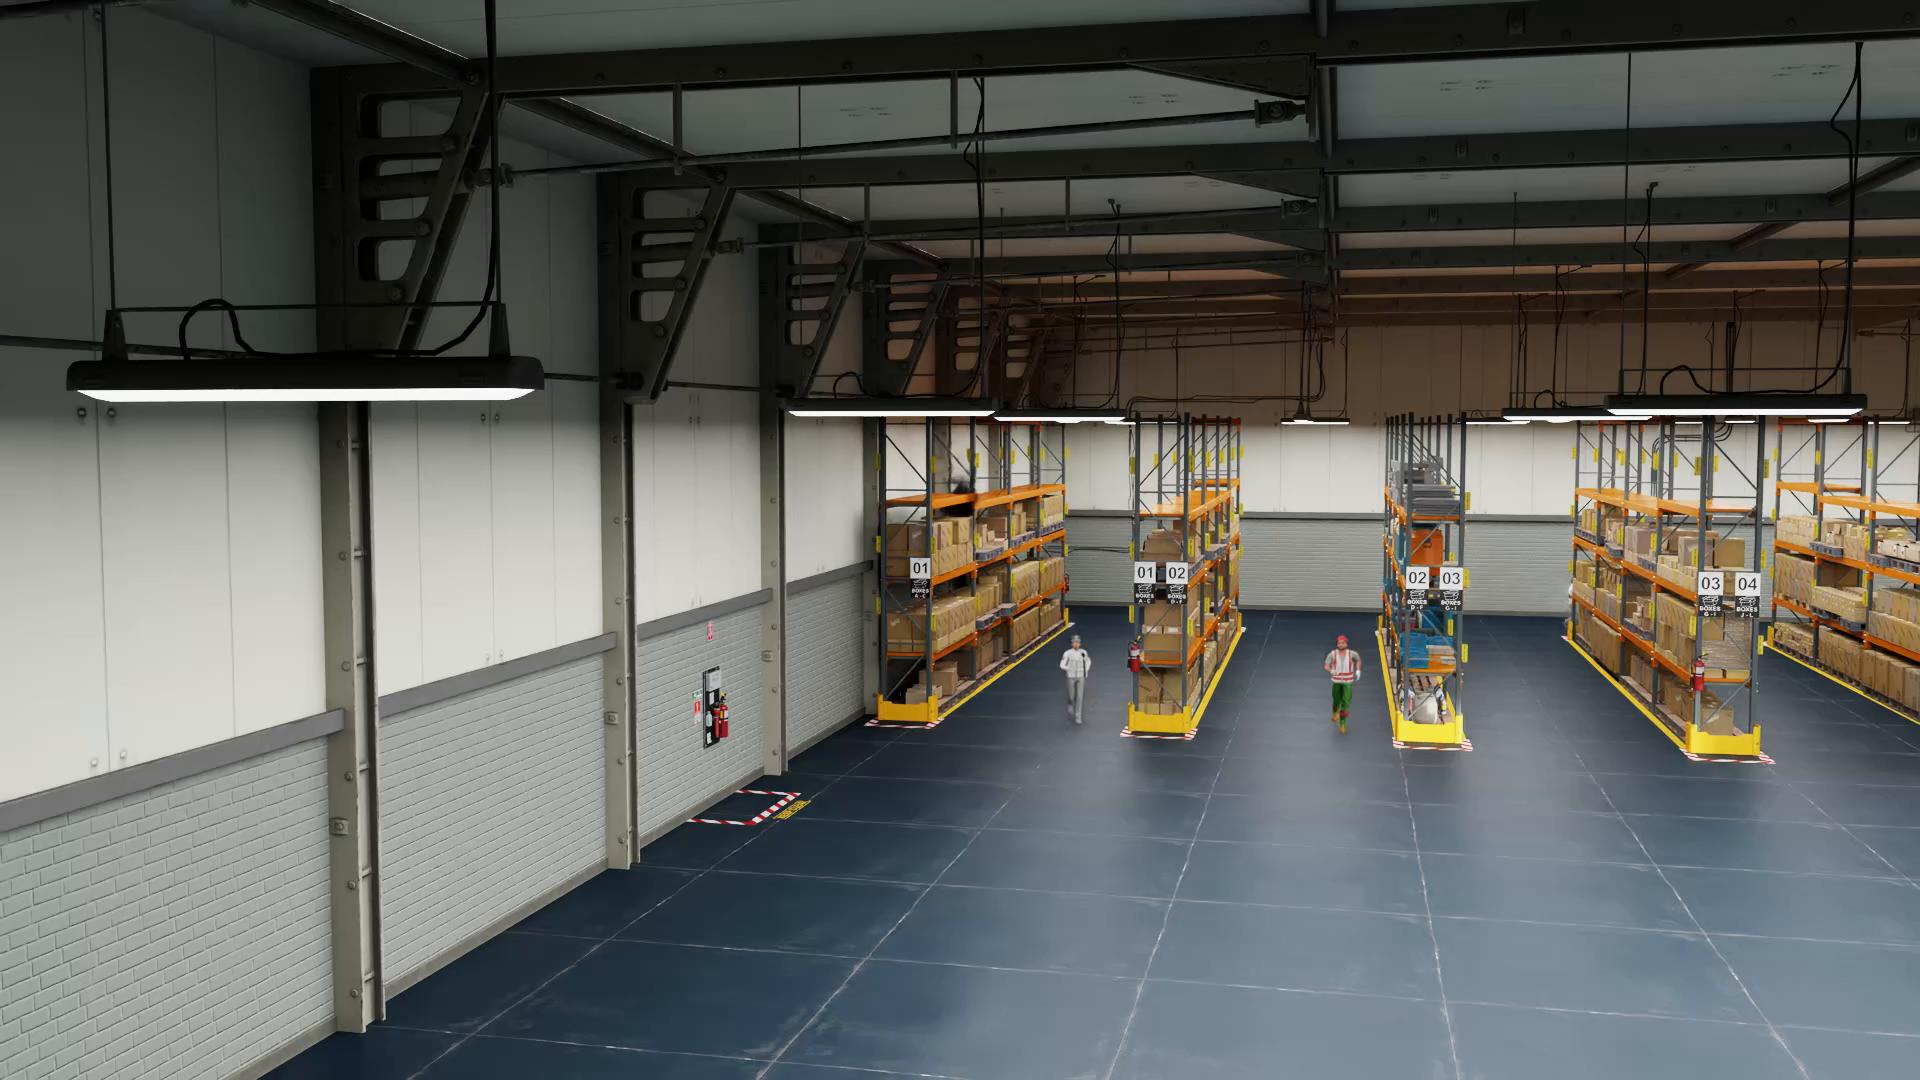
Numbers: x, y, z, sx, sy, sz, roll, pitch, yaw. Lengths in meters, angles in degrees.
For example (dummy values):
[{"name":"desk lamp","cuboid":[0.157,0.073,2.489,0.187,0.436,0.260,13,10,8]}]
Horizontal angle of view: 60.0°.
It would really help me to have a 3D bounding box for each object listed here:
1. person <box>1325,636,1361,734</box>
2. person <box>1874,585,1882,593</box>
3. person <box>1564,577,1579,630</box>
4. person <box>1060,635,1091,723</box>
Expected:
[{"name":"person","cuboid":[7.245,2.697,31.486,0.669,1.791,0.993,1,4,15]},{"name":"person","cuboid":[23.076,2.013,41.950,0.671,1.785,0.715,1,4,18]},{"name":"person","cuboid":[17.124,1.772,46.205,0.579,1.651,0.572,2,5,31]},{"name":"person","cuboid":[2.258,2.679,32.331,0.618,1.662,0.893,0,4,-1]}]
